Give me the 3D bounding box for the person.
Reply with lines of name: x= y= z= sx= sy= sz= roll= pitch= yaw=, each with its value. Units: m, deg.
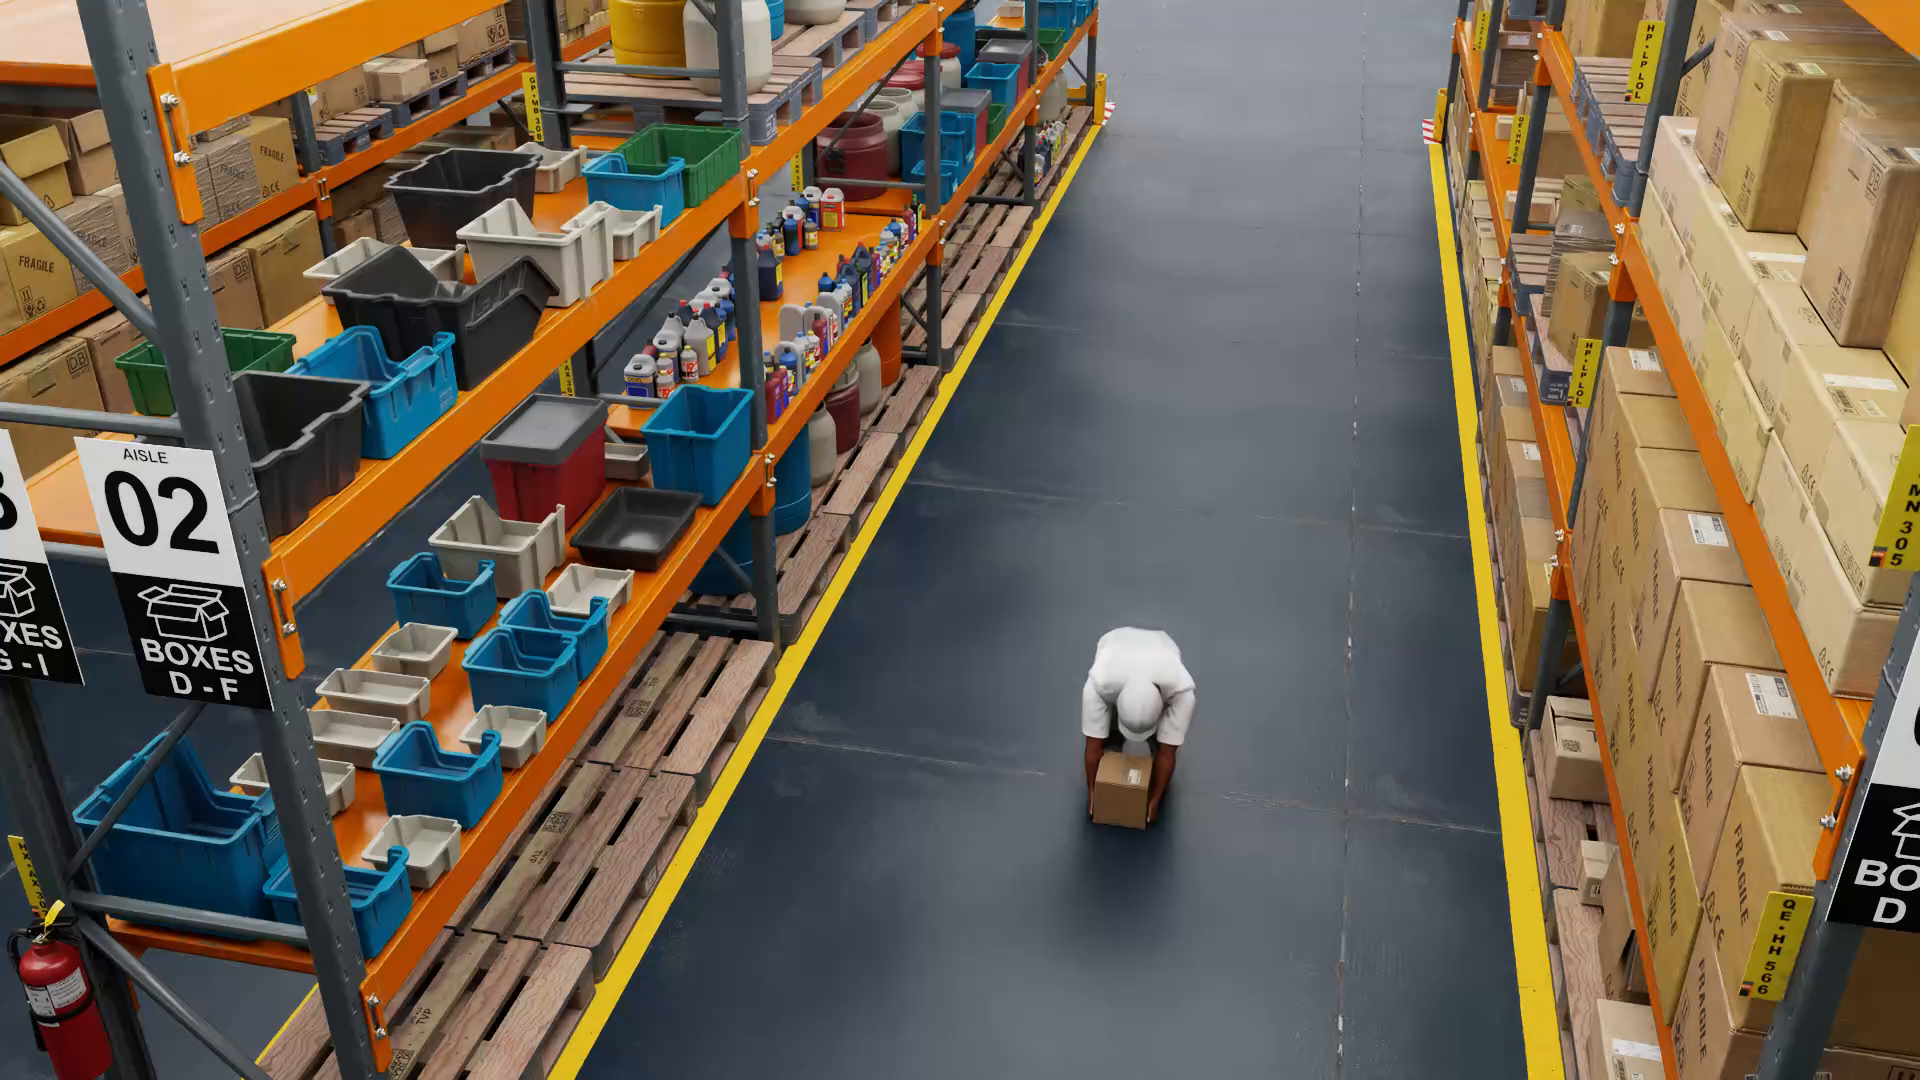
person: x=0.871 y=0.850 z=8.089 sx=0.530 sy=0.835 sz=0.951 roll=5 pitch=29 yaw=10
